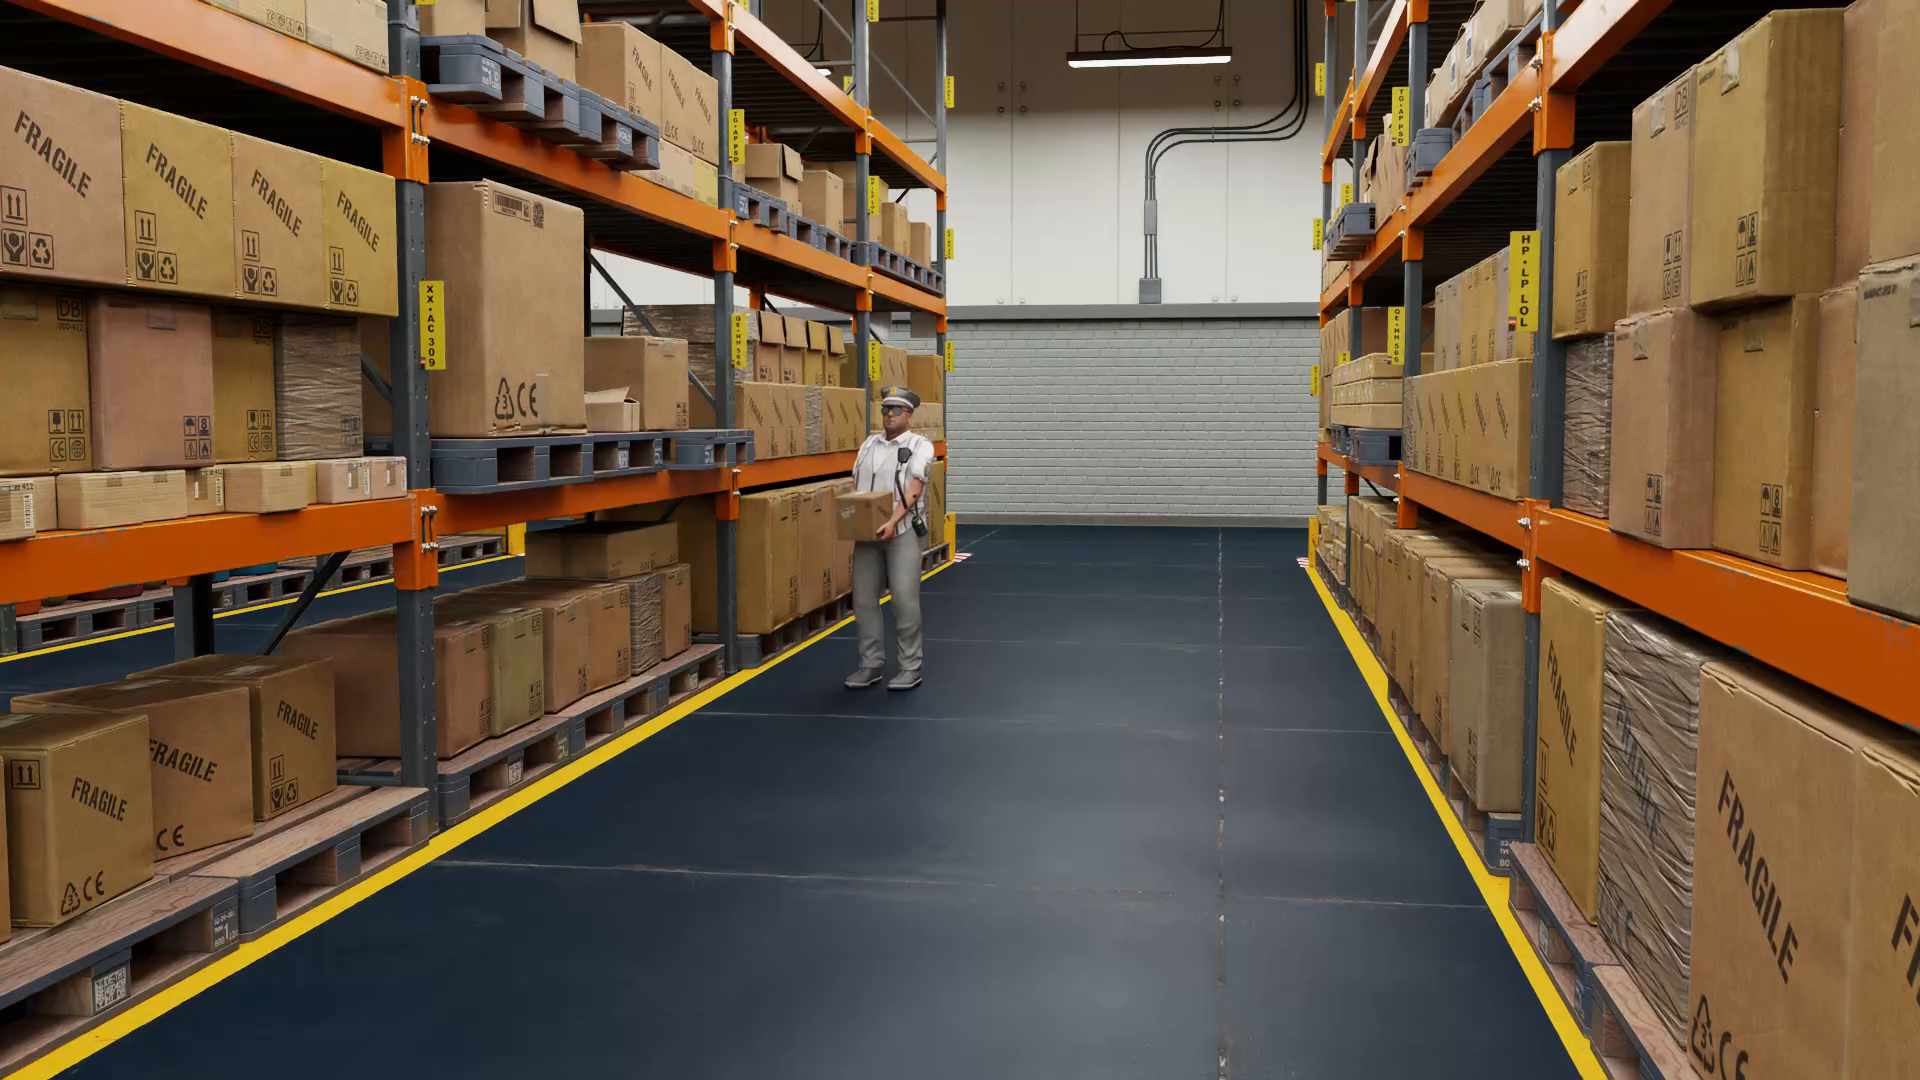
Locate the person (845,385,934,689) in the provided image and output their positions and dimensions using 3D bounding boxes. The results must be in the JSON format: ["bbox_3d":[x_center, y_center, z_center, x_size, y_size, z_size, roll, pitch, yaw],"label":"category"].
[{"bbox_3d":[-0.441,-0.021,9.725,0.494,1.768,0.571,2,5,27],"label":"person"}]
